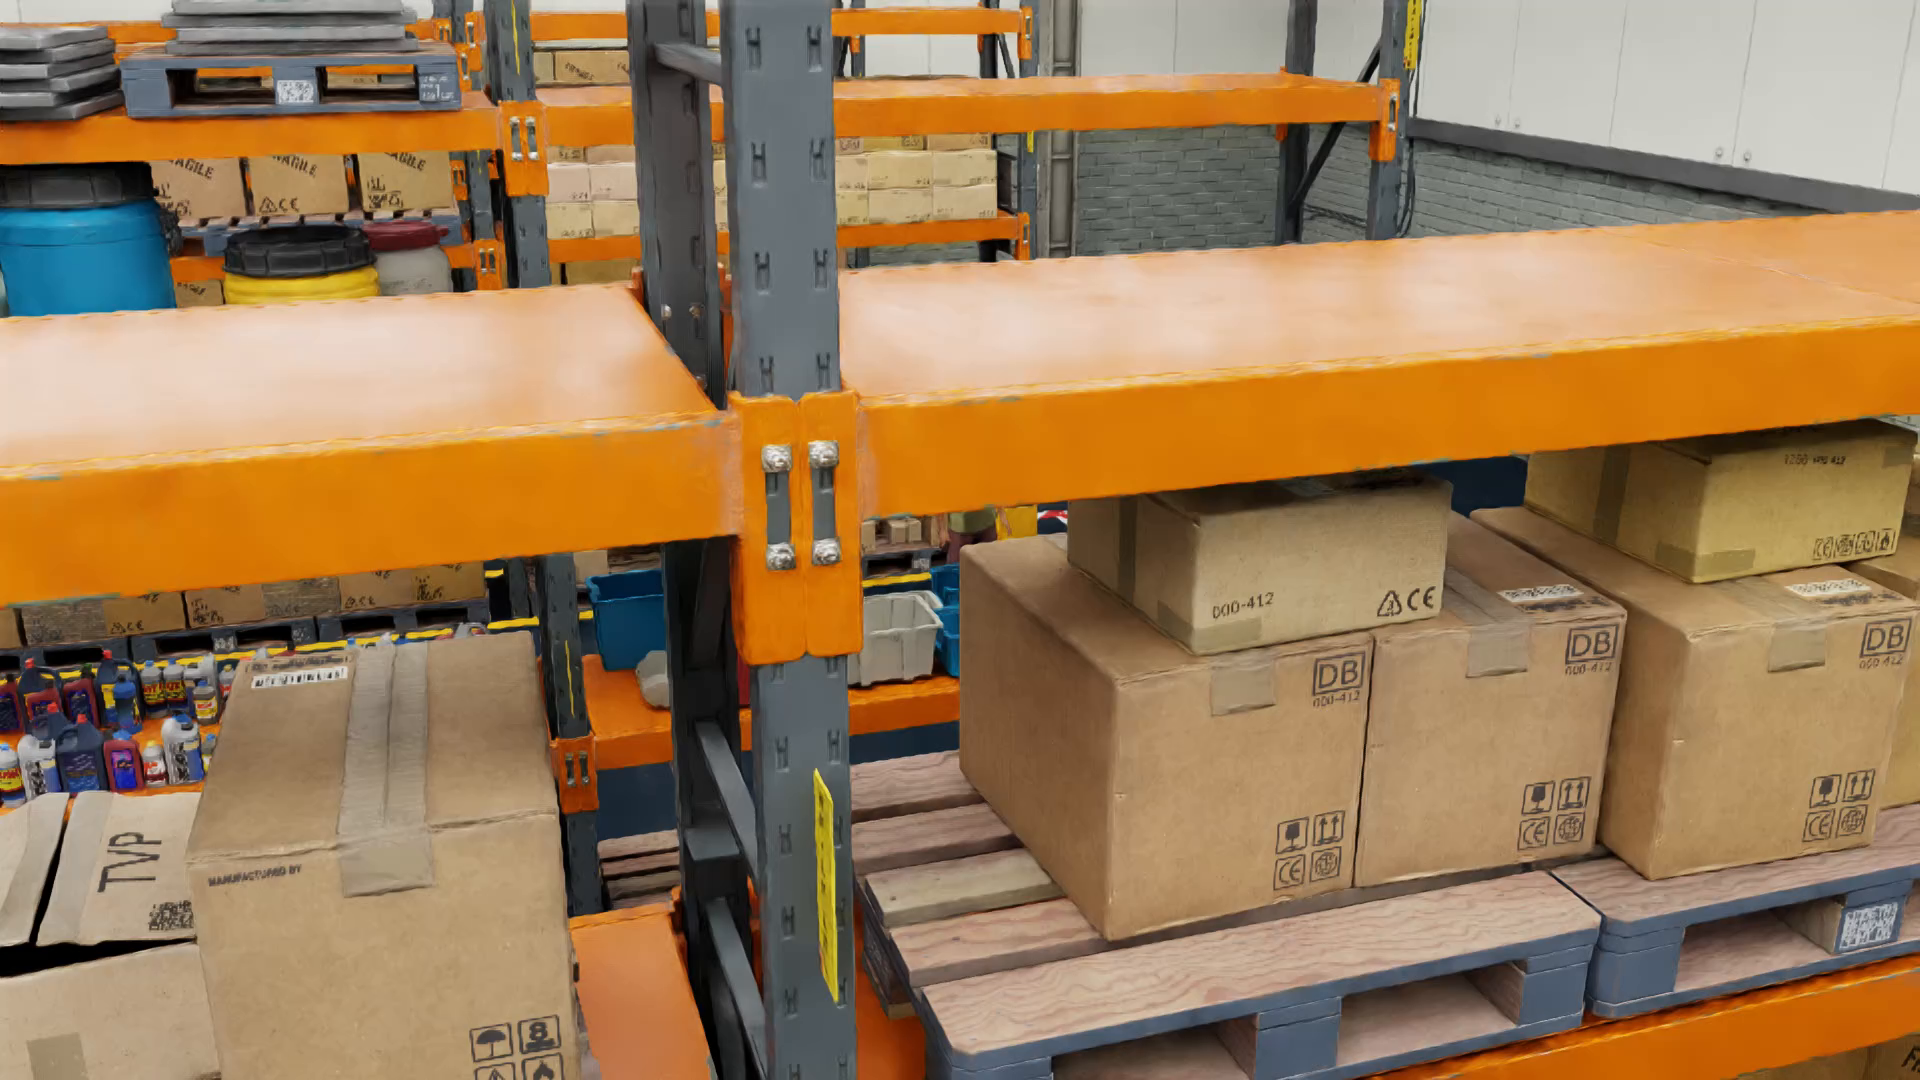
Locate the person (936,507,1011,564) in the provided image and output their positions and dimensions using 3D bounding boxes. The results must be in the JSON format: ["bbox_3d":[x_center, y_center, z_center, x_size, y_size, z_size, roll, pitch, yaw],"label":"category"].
[{"bbox_3d":[0.090,-0.075,11.701,0.572,1.680,0.388,-10,22,-26],"label":"person"}]
